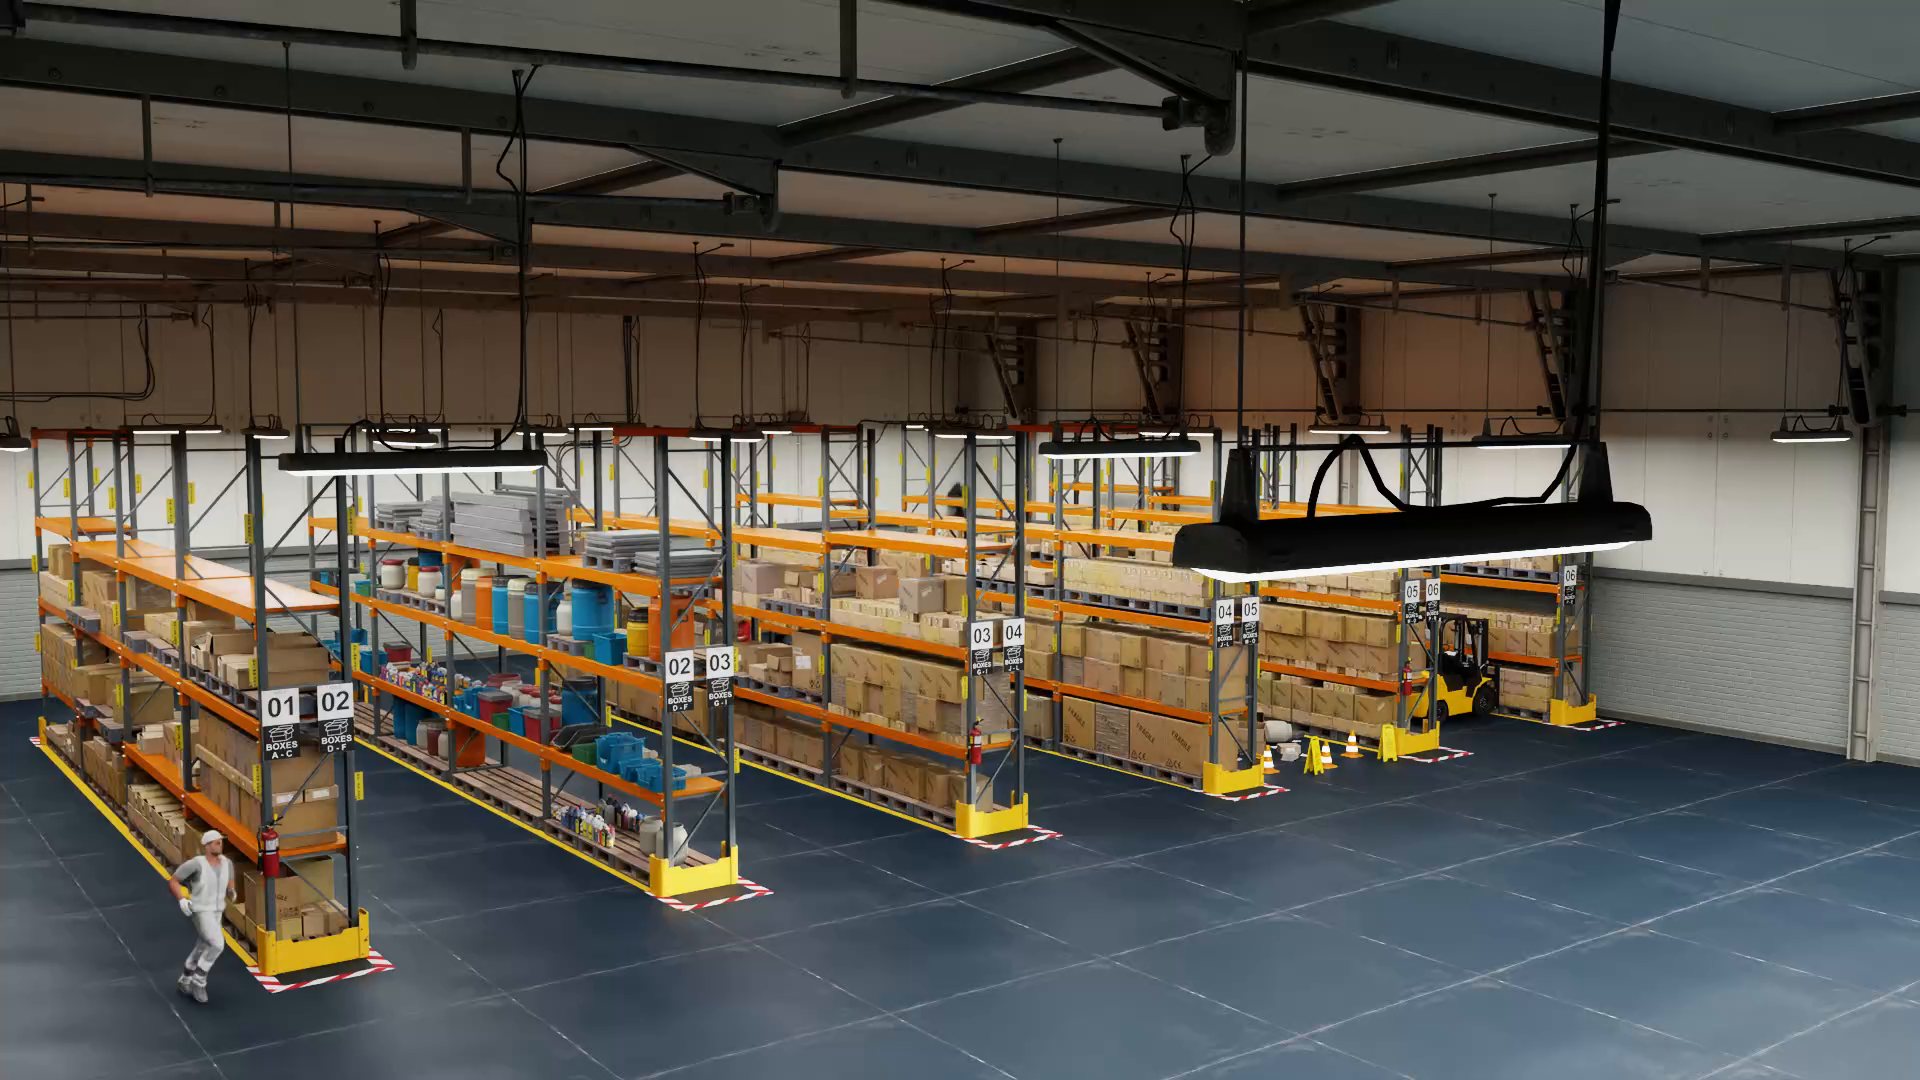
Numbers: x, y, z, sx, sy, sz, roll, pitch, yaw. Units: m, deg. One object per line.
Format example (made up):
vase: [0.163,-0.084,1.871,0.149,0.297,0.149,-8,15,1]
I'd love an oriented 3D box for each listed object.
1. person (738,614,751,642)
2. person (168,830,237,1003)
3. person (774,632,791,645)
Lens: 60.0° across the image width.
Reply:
person: [-4.971,2.520,37.809,0.672,1.798,0.927,-3,5,-34]
person: [-8.124,4.044,18.008,0.676,1.789,0.660,1,5,18]
person: [-4.492,2.297,41.753,0.705,1.522,0.594,1,5,17]
